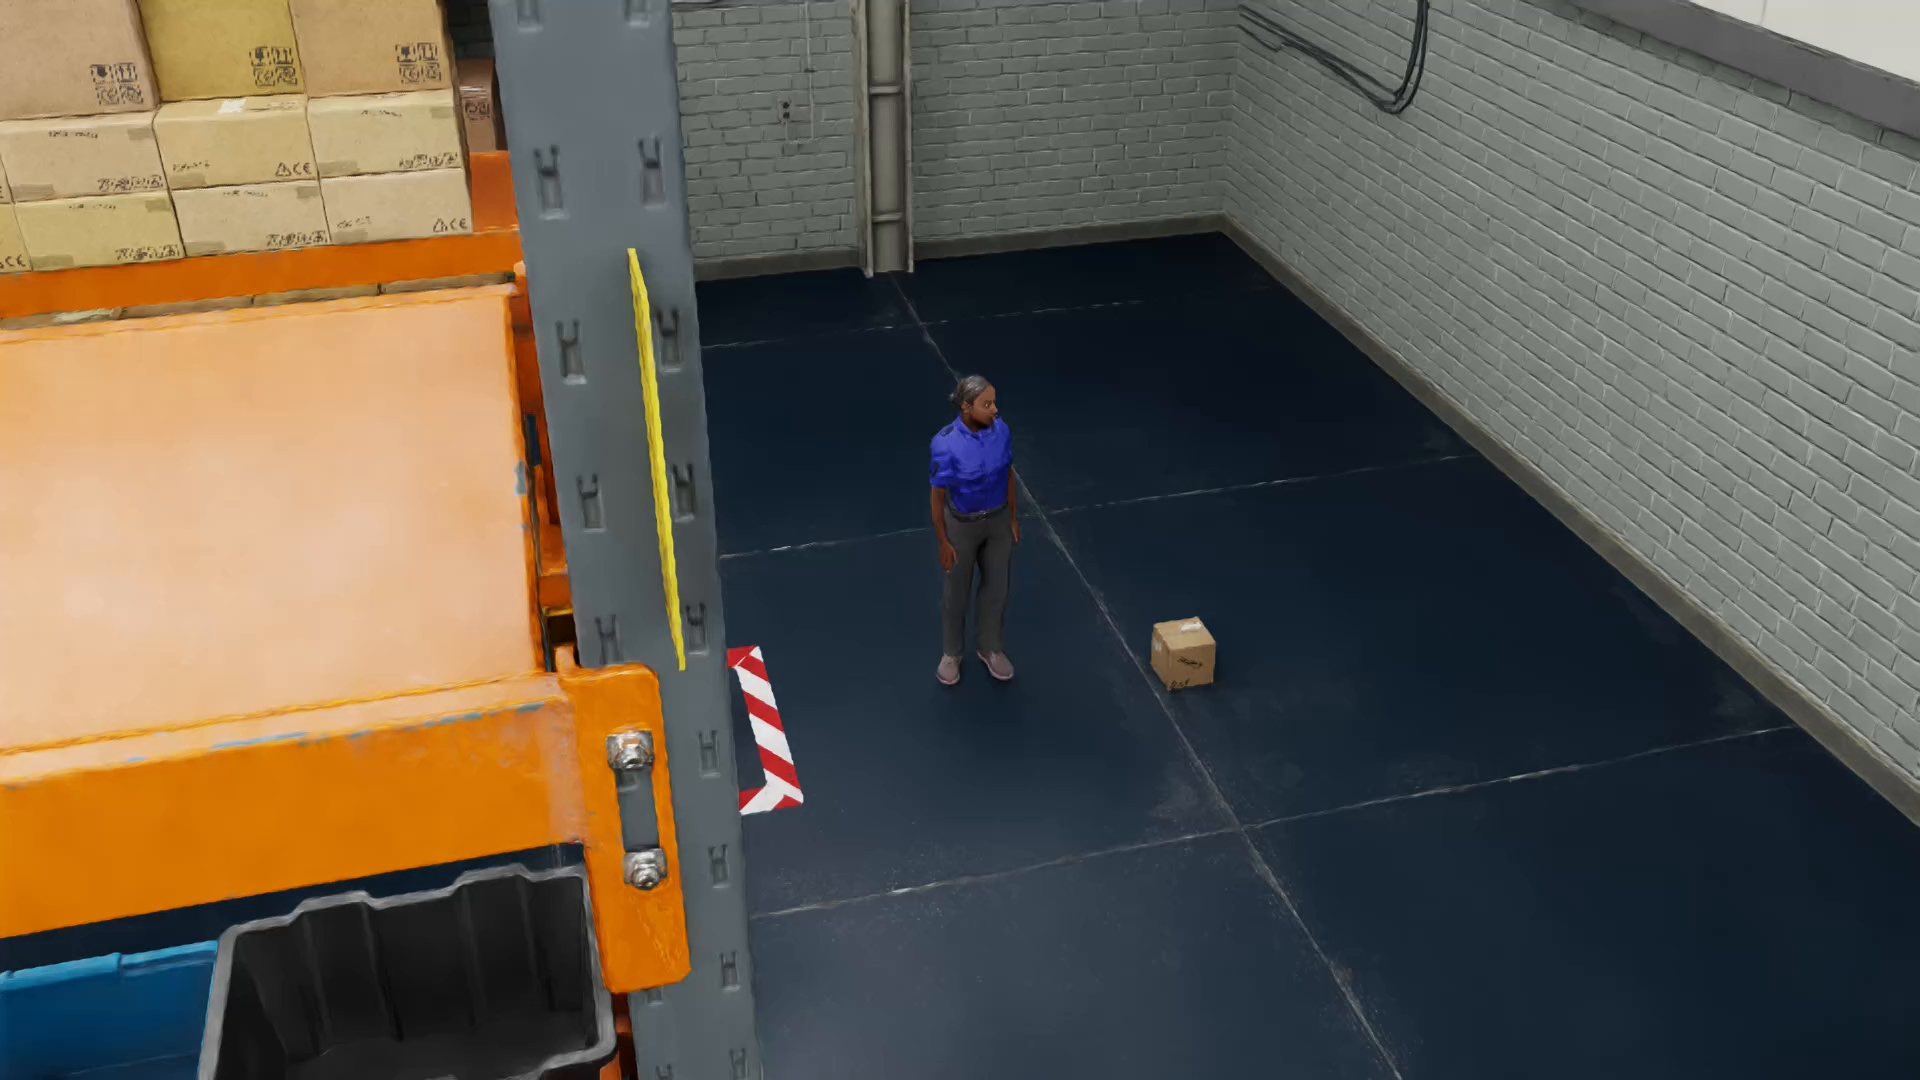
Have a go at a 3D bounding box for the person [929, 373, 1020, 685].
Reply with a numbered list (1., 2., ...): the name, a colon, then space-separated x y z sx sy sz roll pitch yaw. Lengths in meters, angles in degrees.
1. person: 0.085 -0.048 8.174 0.490 1.668 0.371 -16 34 -25
